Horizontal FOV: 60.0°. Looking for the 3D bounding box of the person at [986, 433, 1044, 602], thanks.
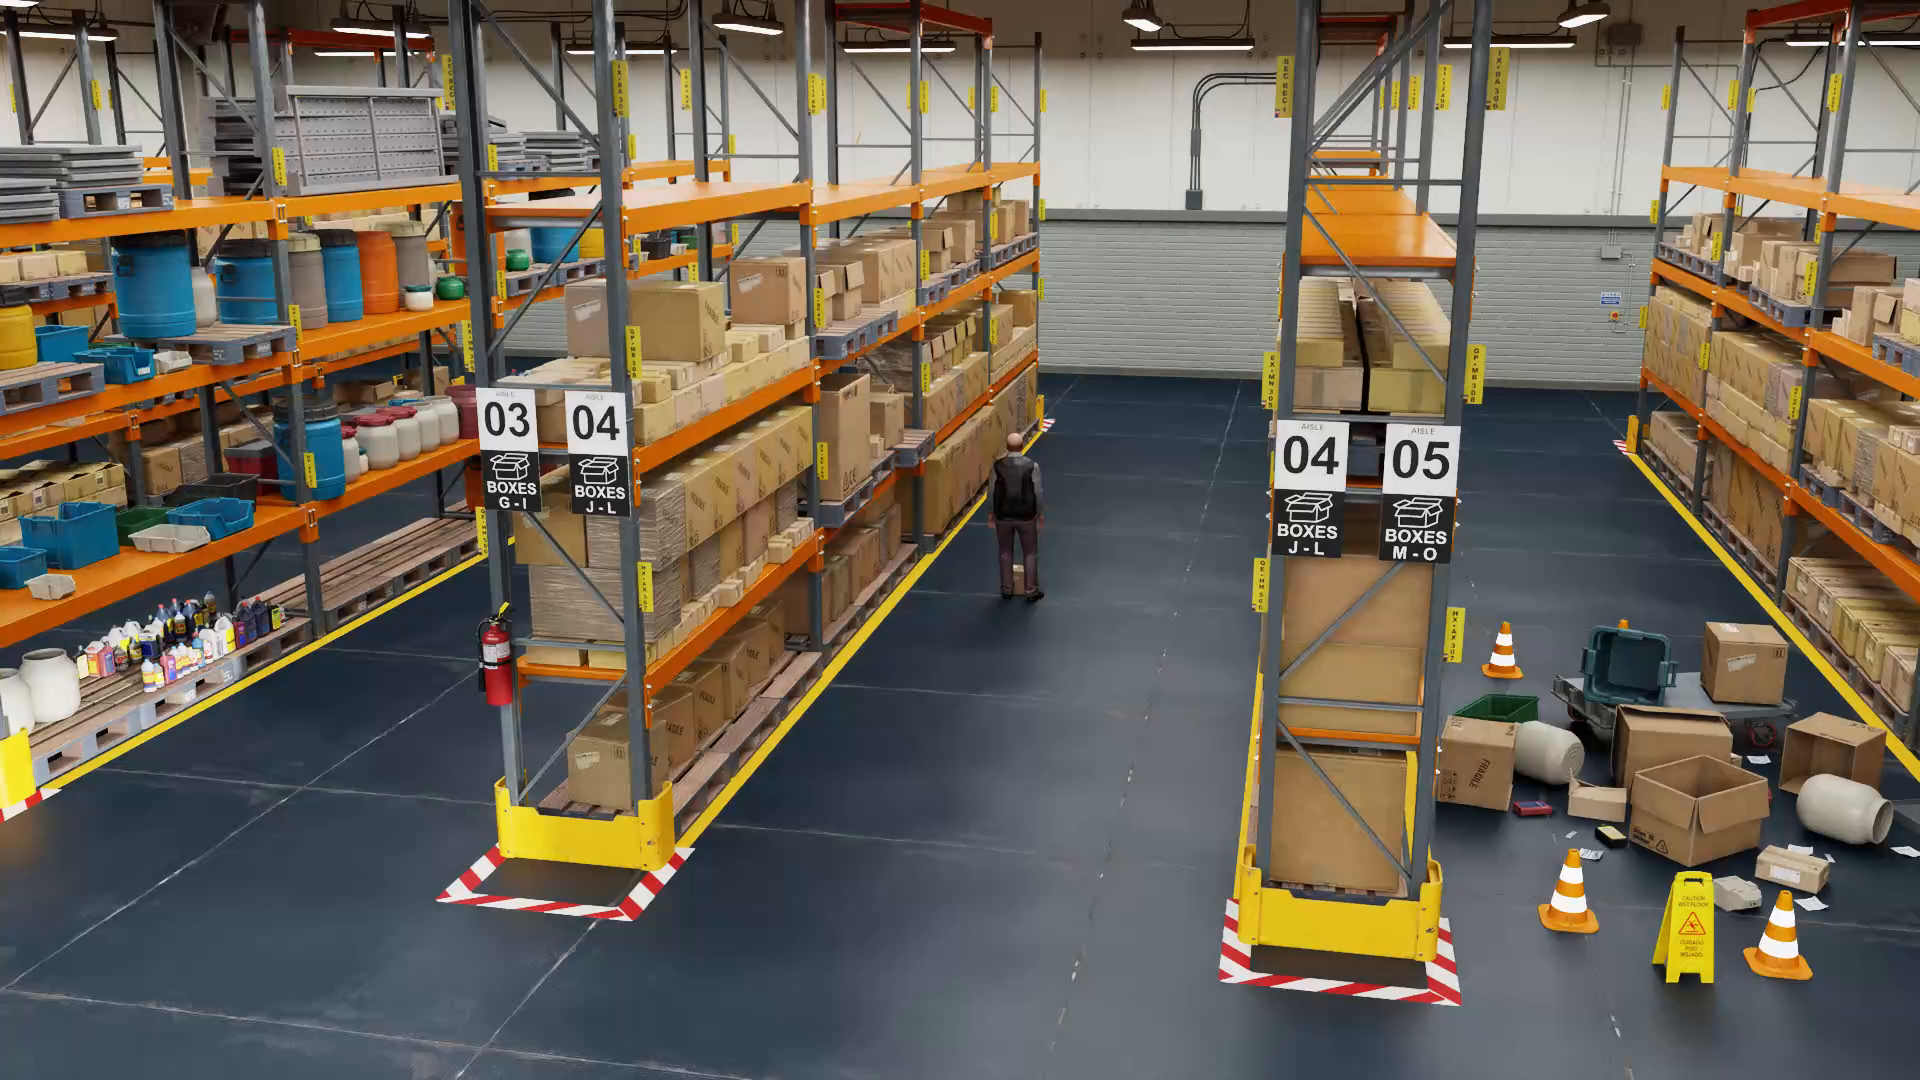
[{"bbox_3d":[0.567,-0.234,16.957,0.593,1.722,0.466,2,15,9],"label":"person"}]
